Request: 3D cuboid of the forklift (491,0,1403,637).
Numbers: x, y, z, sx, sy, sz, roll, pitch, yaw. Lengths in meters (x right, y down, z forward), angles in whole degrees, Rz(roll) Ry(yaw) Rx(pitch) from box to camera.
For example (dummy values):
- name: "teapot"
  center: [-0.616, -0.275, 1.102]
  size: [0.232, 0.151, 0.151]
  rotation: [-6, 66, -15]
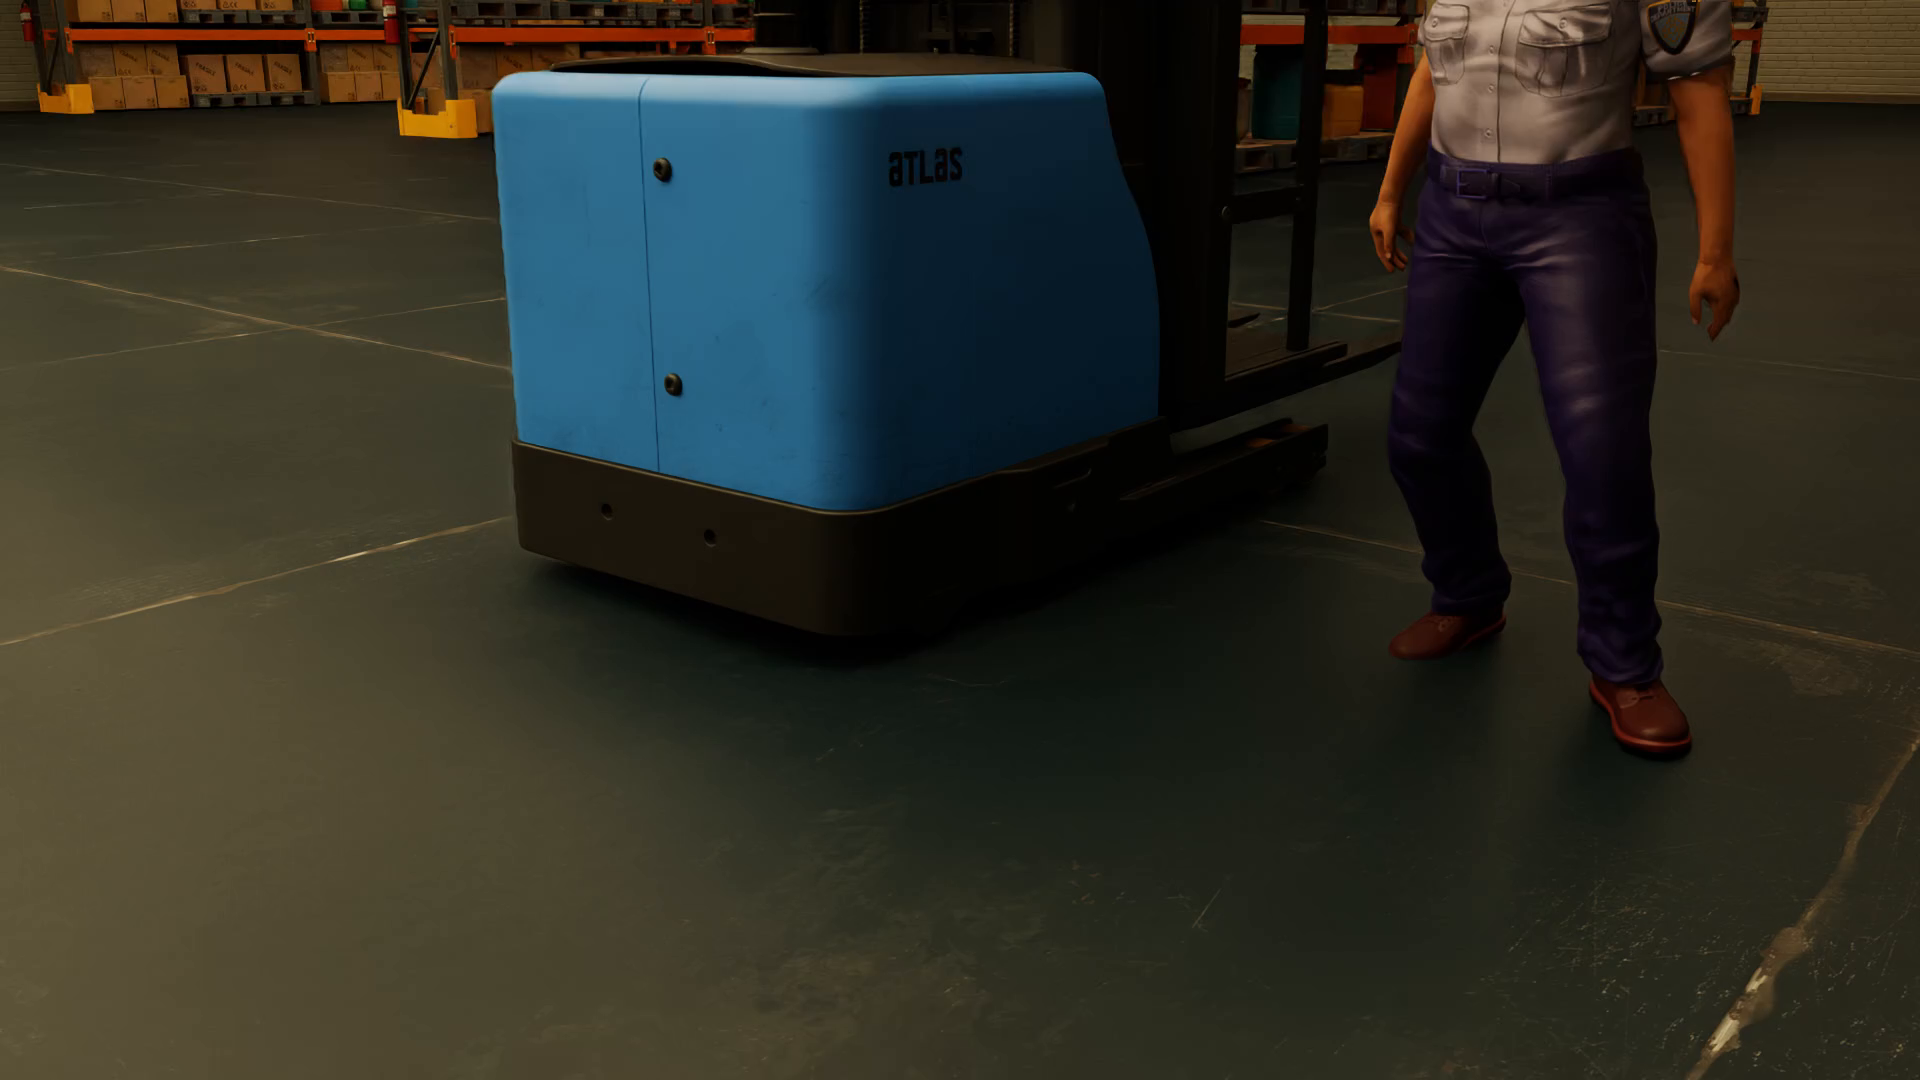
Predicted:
- name: "forklift"
  center: [0.326, -1.580, 4.101]
  size: [1.130, 2.935, 3.031]
  rotation: [13, 21, 36]

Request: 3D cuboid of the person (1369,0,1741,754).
- name: "person"
  center: [1.024, -0.507, 2.892]
  size: [0.402, 1.626, 0.820]
  rotation: [-13, 21, -37]
